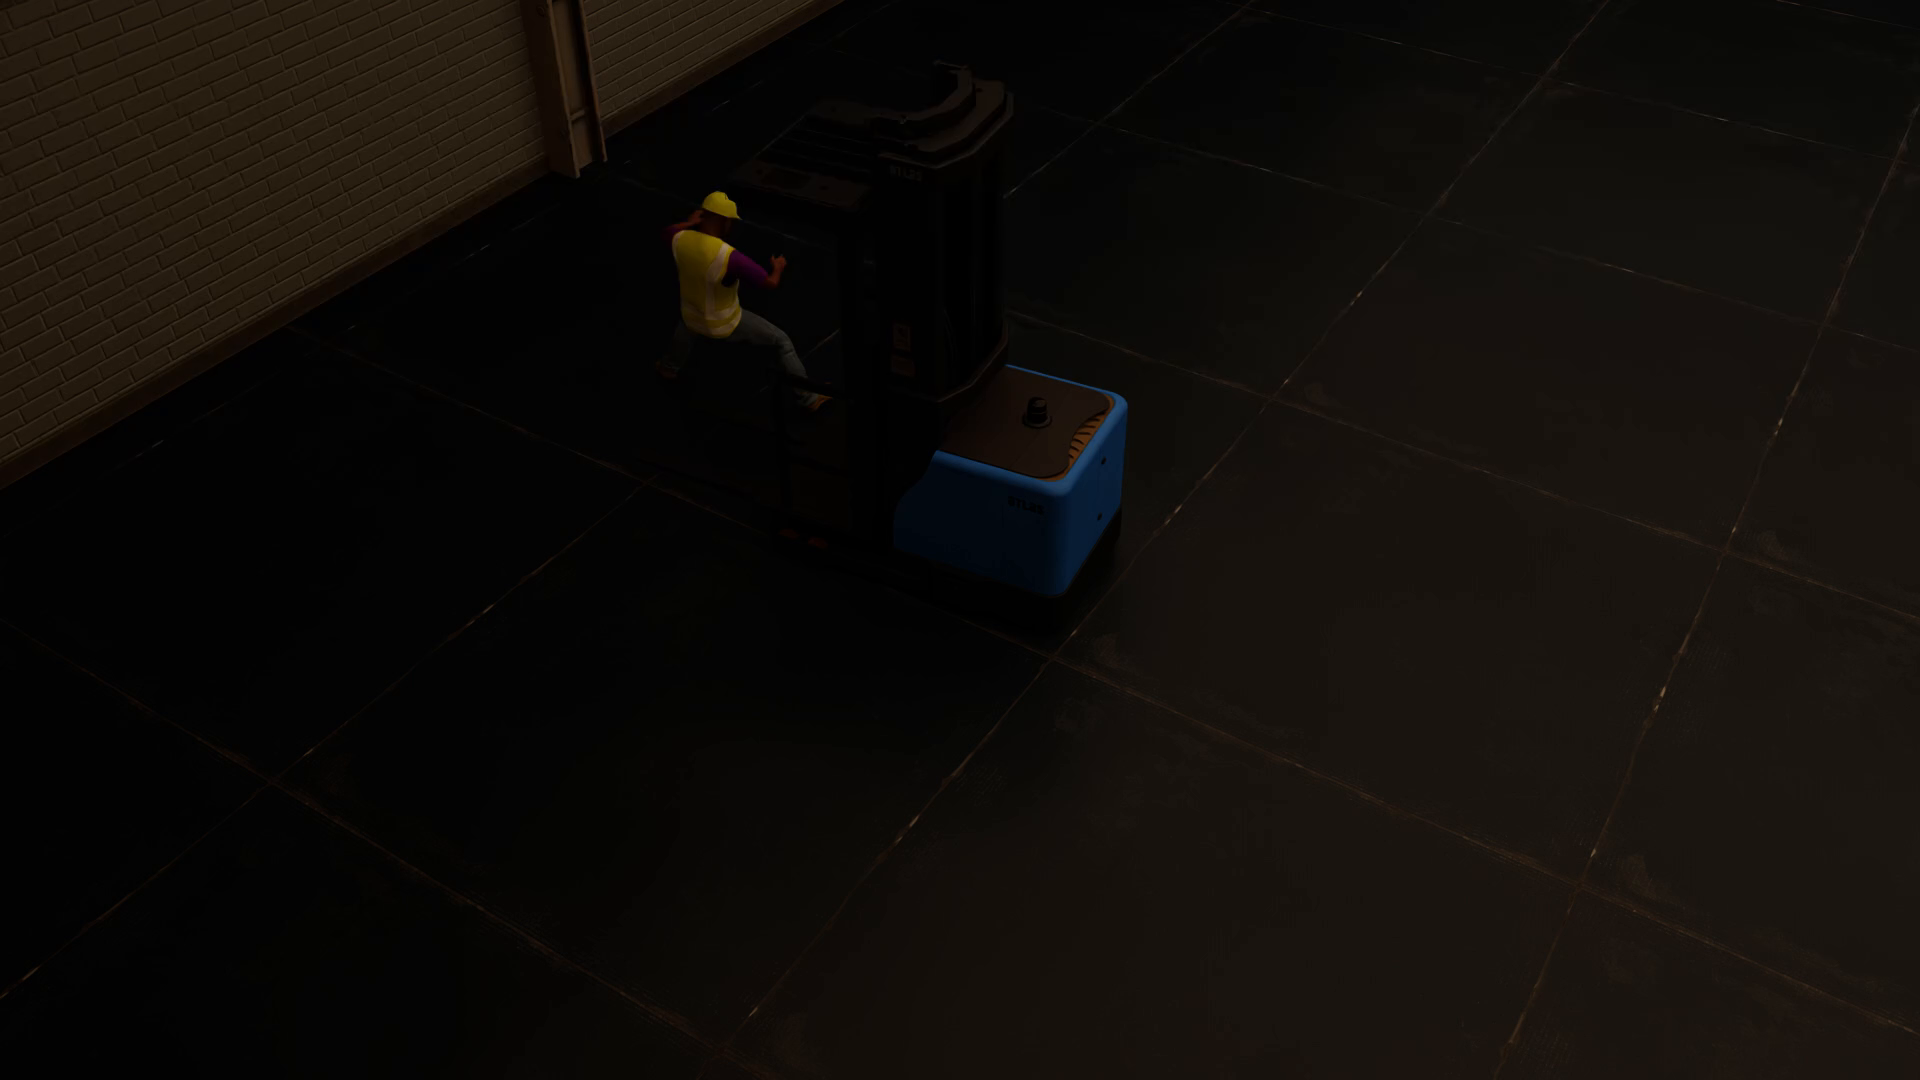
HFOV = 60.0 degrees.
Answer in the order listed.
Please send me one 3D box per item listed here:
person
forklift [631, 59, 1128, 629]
[{"bbox_3d":[-1.524,-1.617,10.892,1.222,1.533,0.719,25,46,26],"label":"person"},{"bbox_3d":[-0.578,-1.261,9.454,3.031,2.935,1.130,17,43,19],"label":"forklift"}]
